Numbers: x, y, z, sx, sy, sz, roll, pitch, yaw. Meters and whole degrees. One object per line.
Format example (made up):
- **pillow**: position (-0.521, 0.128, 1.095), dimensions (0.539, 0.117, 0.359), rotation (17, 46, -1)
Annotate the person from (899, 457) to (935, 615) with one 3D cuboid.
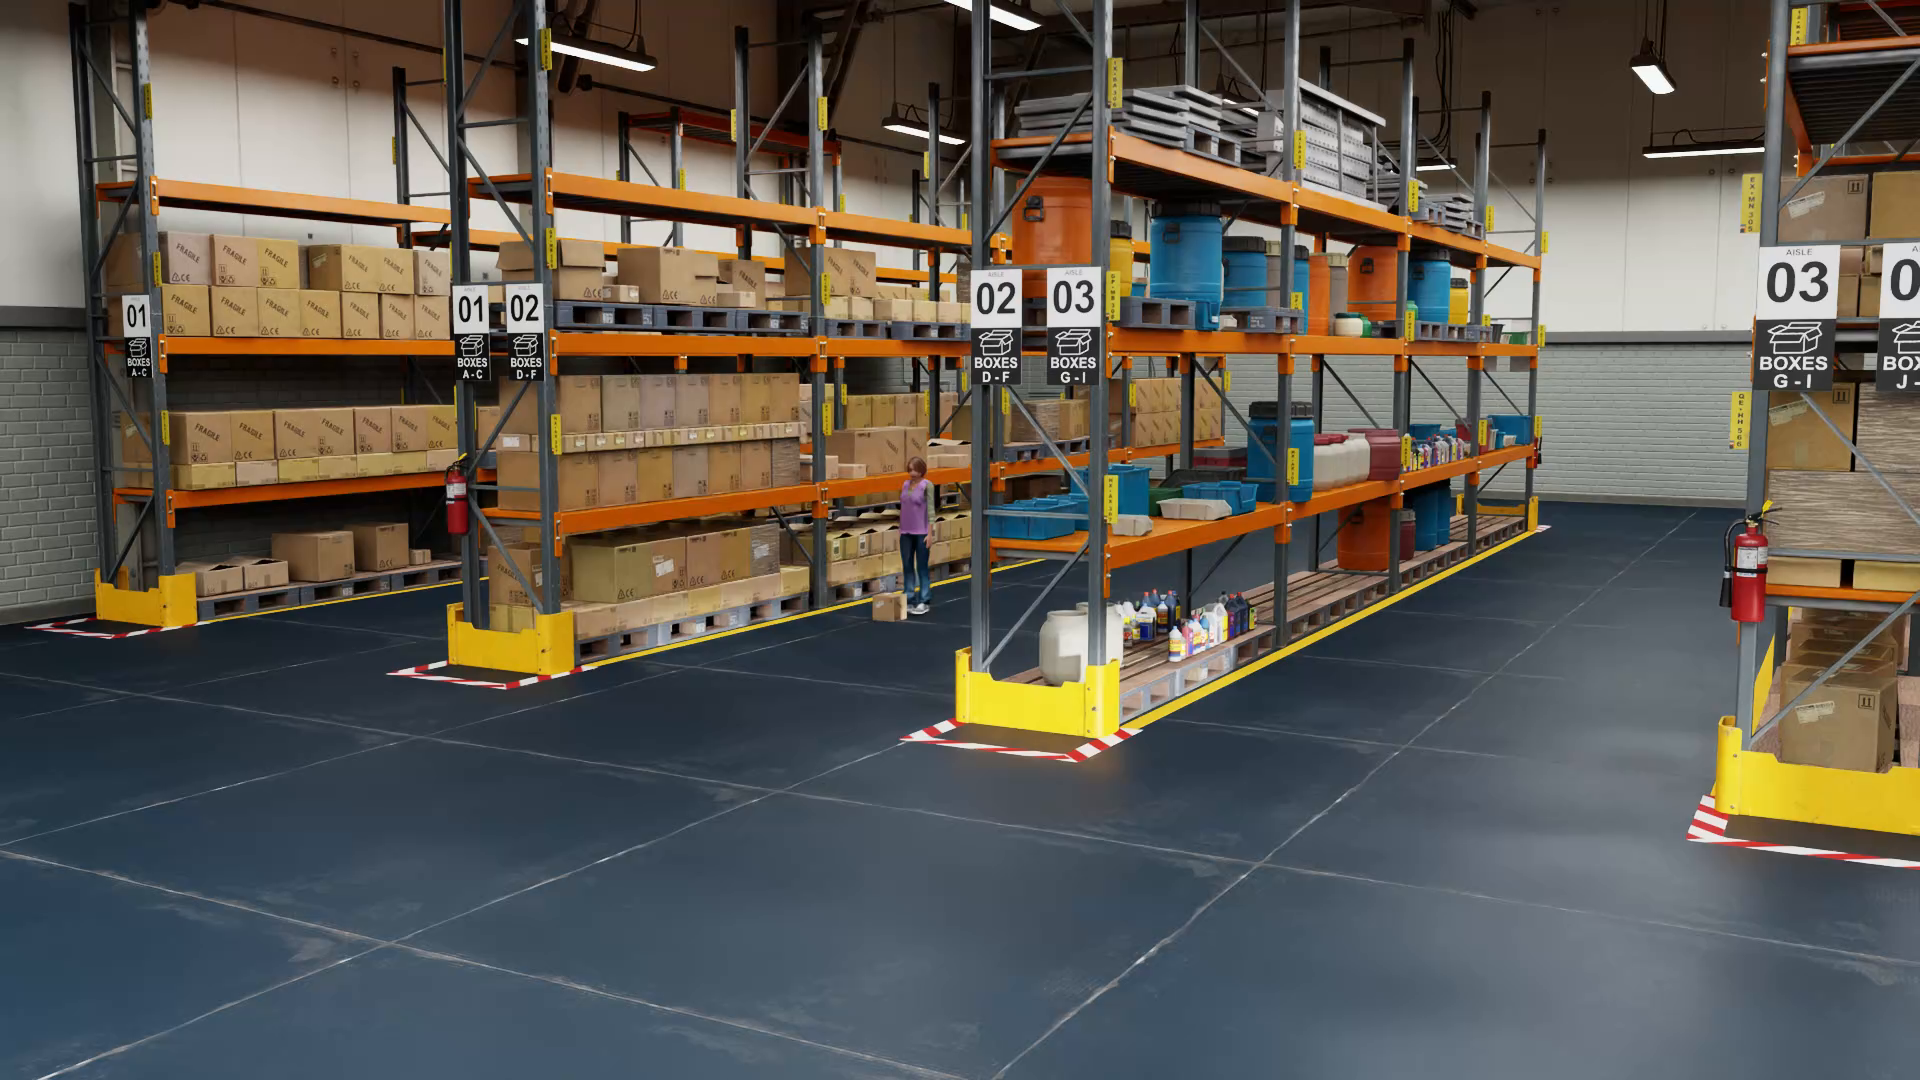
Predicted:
- **person**: position (-0.454, -0.046, 16.923), dimensions (0.415, 1.603, 0.337), rotation (4, 7, 32)
